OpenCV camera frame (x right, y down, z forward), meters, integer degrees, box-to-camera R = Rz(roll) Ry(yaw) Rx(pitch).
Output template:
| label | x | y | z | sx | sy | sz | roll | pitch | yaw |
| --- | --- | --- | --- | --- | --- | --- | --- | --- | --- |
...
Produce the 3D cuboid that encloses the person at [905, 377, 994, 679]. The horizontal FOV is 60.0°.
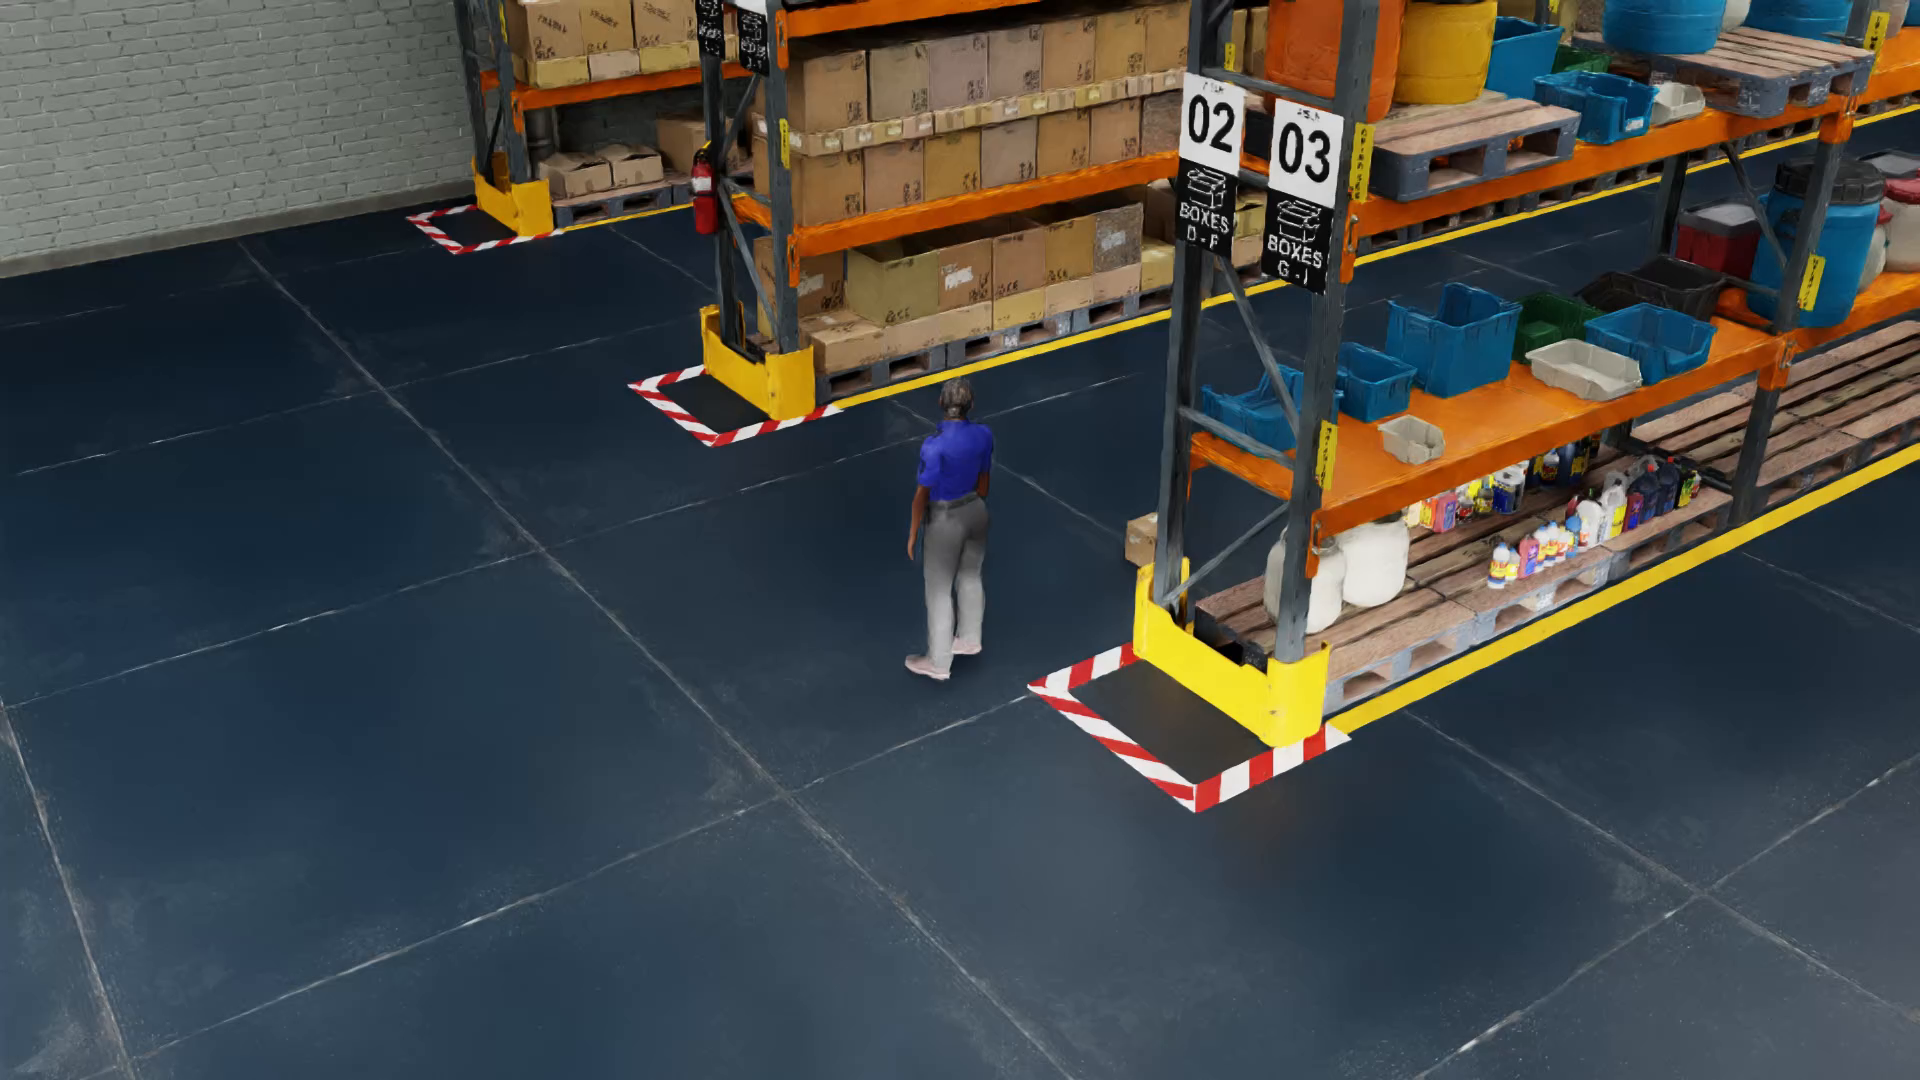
| label | x | y | z | sx | sy | sz | roll | pitch | yaw |
| --- | --- | --- | --- | --- | --- | --- | --- | --- | --- |
| person | -0.058 | -0.073 | 8.739 | 0.508 | 1.666 | 0.338 | -24 | 37 | -36 |
